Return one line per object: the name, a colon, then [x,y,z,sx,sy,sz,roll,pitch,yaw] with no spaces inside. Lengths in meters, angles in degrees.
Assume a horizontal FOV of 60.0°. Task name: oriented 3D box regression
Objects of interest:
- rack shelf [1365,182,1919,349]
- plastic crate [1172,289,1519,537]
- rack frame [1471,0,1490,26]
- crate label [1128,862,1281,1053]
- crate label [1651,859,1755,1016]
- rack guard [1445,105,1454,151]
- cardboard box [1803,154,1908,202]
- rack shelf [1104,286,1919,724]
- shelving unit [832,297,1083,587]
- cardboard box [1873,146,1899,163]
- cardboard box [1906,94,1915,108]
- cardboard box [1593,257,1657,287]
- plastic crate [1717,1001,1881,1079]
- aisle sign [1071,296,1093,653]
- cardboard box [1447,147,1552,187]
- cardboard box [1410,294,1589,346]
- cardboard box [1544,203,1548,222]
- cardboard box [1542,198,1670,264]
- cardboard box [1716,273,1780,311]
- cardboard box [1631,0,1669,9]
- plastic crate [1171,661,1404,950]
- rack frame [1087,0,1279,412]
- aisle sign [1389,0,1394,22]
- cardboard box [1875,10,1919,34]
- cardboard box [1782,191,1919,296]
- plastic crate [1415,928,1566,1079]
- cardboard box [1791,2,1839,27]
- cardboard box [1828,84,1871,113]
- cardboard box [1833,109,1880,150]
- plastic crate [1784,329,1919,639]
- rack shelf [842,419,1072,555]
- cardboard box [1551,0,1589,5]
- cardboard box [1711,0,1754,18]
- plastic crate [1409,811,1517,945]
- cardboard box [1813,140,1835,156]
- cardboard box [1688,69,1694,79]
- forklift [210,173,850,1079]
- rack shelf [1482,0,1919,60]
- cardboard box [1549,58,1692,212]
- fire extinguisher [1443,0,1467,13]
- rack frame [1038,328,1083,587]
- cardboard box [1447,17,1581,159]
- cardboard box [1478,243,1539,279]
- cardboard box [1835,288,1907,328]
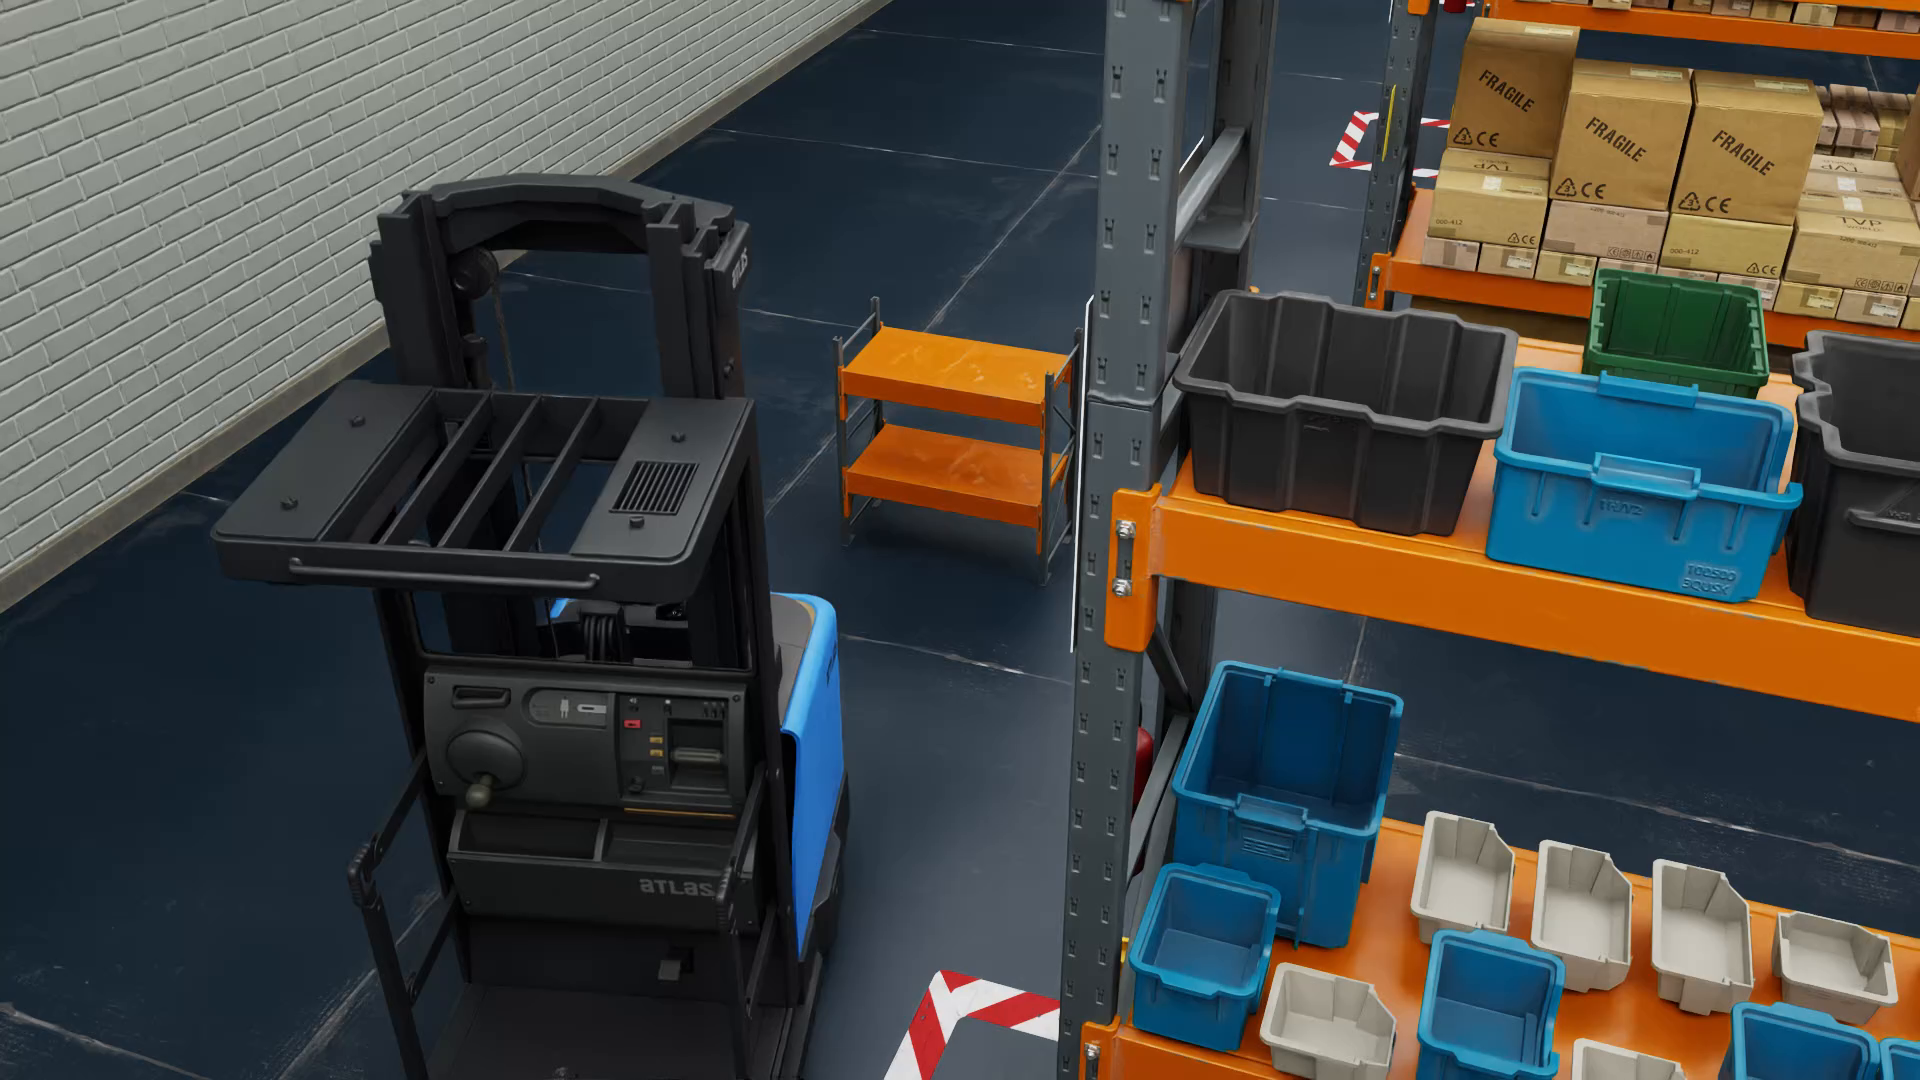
rack shelf: [4.020,-1.105,7.859,4.000,0.370,1.077,11,34,16]
plastic crate: [0.734,-0.237,3.206,0.590,0.269,0.497,11,34,16]
rack frame: [3.905,-4.287,12.125,0.127,3.000,1.000,11,34,16]
crate label: [0.587,1.014,4.013,0.303,0.233,0.416,11,34,16]
crate label: [1.833,0.997,4.128,0.243,0.136,0.396,11,34,16]
rack guard: [3.977,-3.223,12.781,0.348,0.500,1.175,11,34,16]
cardboard box: [4.131,-1.603,7.831,0.500,0.250,0.500,11,34,17]
rack shelf: [2.349,0.164,3.129,4.000,0.370,1.077,11,34,16]
shelving unit: [-0.006,-0.474,7.947,1.048,1.125,0.538,11,34,16]
cardboard box: [6.547,-2.734,11.685,0.250,0.149,0.380,11,35,17]
cardboard box: [6.923,-3.055,11.908,0.250,0.149,0.380,11,34,16]
cardboard box: [3.089,-1.294,7.721,0.250,0.149,0.380,10,34,16]
plastic crate: [1.827,1.255,3.640,0.300,0.233,0.416,11,34,16]
aisle sign: [0.298,-0.198,3.394,0.004,0.787,0.394,11,34,16]
cardboard box: [2.683,-1.882,8.264,0.500,0.250,0.500,10,34,16]
cardboard box: [2.766,-0.981,8.575,0.875,0.875,0.875,11,34,16]
cardboard box: [3.066,-1.677,8.314,0.250,0.149,0.380,11,34,17]
cardboard box: [2.989,-1.518,7.699,0.500,0.250,0.500,11,34,16]
cardboard box: [3.571,-1.200,7.575,0.250,0.149,0.380,11,34,16]
cardboard box: [4.879,-3.876,11.719,0.250,0.149,0.380,13,35,19]
plastic crate: [0.844,0.682,4.341,0.499,0.435,0.616,11,34,16]
rack frame: [0.466,-1.765,2.687,0.127,3.000,1.000,11,34,16]
aisle sign: [1.968,-2.725,7.309,0.004,0.787,0.394,11,34,16]
cardboard box: [6.312,-3.548,11.211,0.250,0.149,0.380,10,34,14]
cardboard box: [3.954,-1.331,7.410,0.500,0.250,0.500,10,34,16]
plastic crate: [1.207,1.135,3.826,0.300,0.233,0.416,11,34,16]
cardboard box: [5.827,-3.632,11.342,0.250,0.149,0.380,12,35,17]
cardboard box: [6.457,-3.179,12.101,0.250,0.149,0.380,12,35,17]
cardboard box: [6.253,-2.874,11.629,0.250,0.149,0.380,9,34,14]
plastic crate: [1.811,-0.058,2.867,0.767,0.338,0.504,11,34,16]
rack shelf: [-0.006,-0.268,8.079,1.000,0.278,0.538,11,34,16]
cardboard box: [4.353,-3.930,11.803,0.250,0.149,0.380,12,35,18]
cardboard box: [5.349,-3.754,11.530,0.250,0.149,0.380,10,34,16]
plastic crate: [1.295,0.898,4.281,0.243,0.136,0.396,11,34,16]
cardboard box: [6.055,-2.830,11.834,0.250,0.149,0.380,9,34,14]
cardboard box: [5.487,-3.390,12.428,0.250,0.149,0.380,12,35,18]
forklift: [-1.087,0.638,4.559,1.130,2.935,3.031,3,33,5]
rack shelf: [5.788,-3.619,11.753,4.000,0.370,1.077,11,34,16]
cardboard box: [2.968,-1.833,7.496,0.500,0.500,0.500,10,34,15]
fire extinguisher: [3.824,-4.380,12.684,0.183,0.674,0.296,11,34,16]
rack frame: [0.472,-0.381,7.803,0.032,1.125,0.500,11,34,16]
cardboard box: [2.684,-2.195,8.057,0.500,0.500,0.500,11,35,17]
cardboard box: [2.602,-1.388,7.866,0.250,0.149,0.380,11,34,16]
cardboard box: [4.056,-1.106,7.430,0.250,0.149,0.380,12,35,17]
